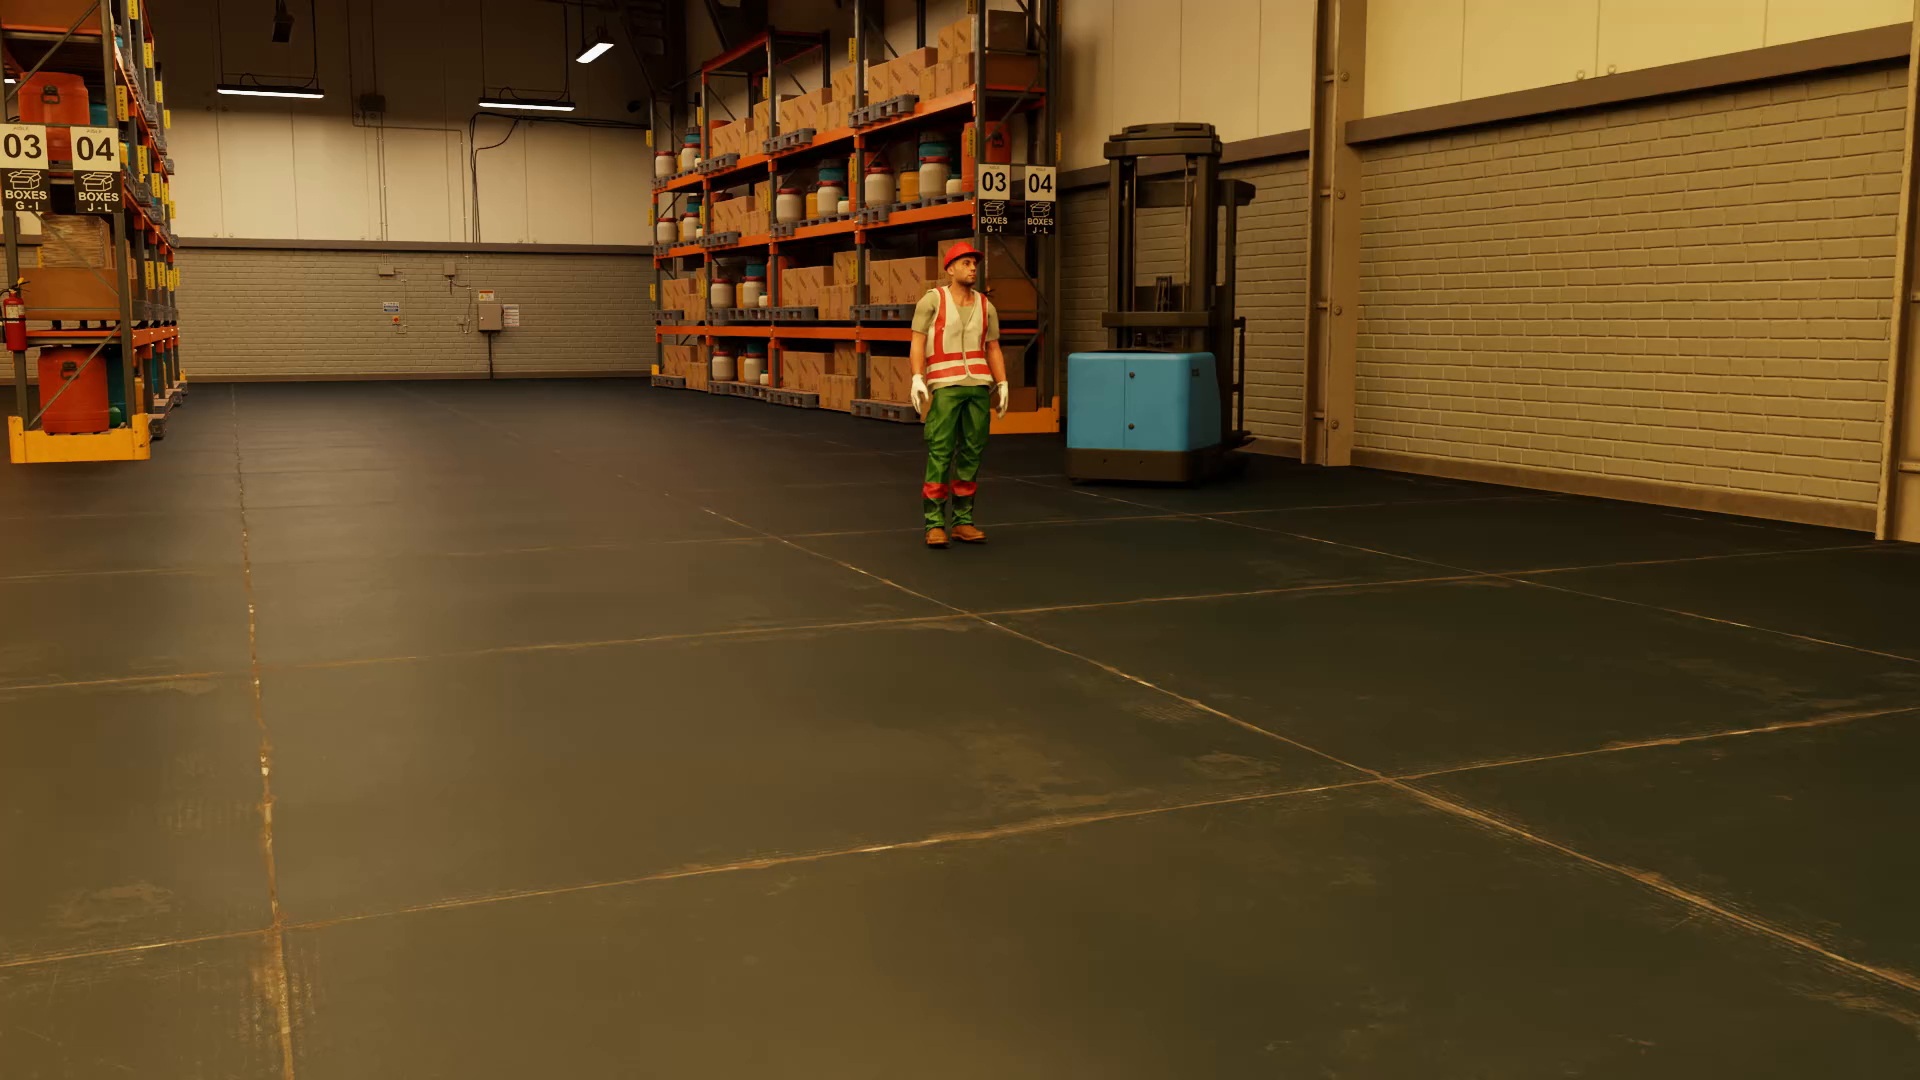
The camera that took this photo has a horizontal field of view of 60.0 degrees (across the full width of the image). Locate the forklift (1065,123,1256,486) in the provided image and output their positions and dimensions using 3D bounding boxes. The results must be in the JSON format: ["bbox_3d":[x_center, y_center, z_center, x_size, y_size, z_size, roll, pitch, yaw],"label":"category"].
[{"bbox_3d":[1.903,-2.040,14.418,1.130,2.935,3.031,3,8,23],"label":"forklift"}]

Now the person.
[{"bbox_3d":[0.023,-0.883,9.958,0.638,1.789,0.562,-3,8,-23],"label":"person"}]
